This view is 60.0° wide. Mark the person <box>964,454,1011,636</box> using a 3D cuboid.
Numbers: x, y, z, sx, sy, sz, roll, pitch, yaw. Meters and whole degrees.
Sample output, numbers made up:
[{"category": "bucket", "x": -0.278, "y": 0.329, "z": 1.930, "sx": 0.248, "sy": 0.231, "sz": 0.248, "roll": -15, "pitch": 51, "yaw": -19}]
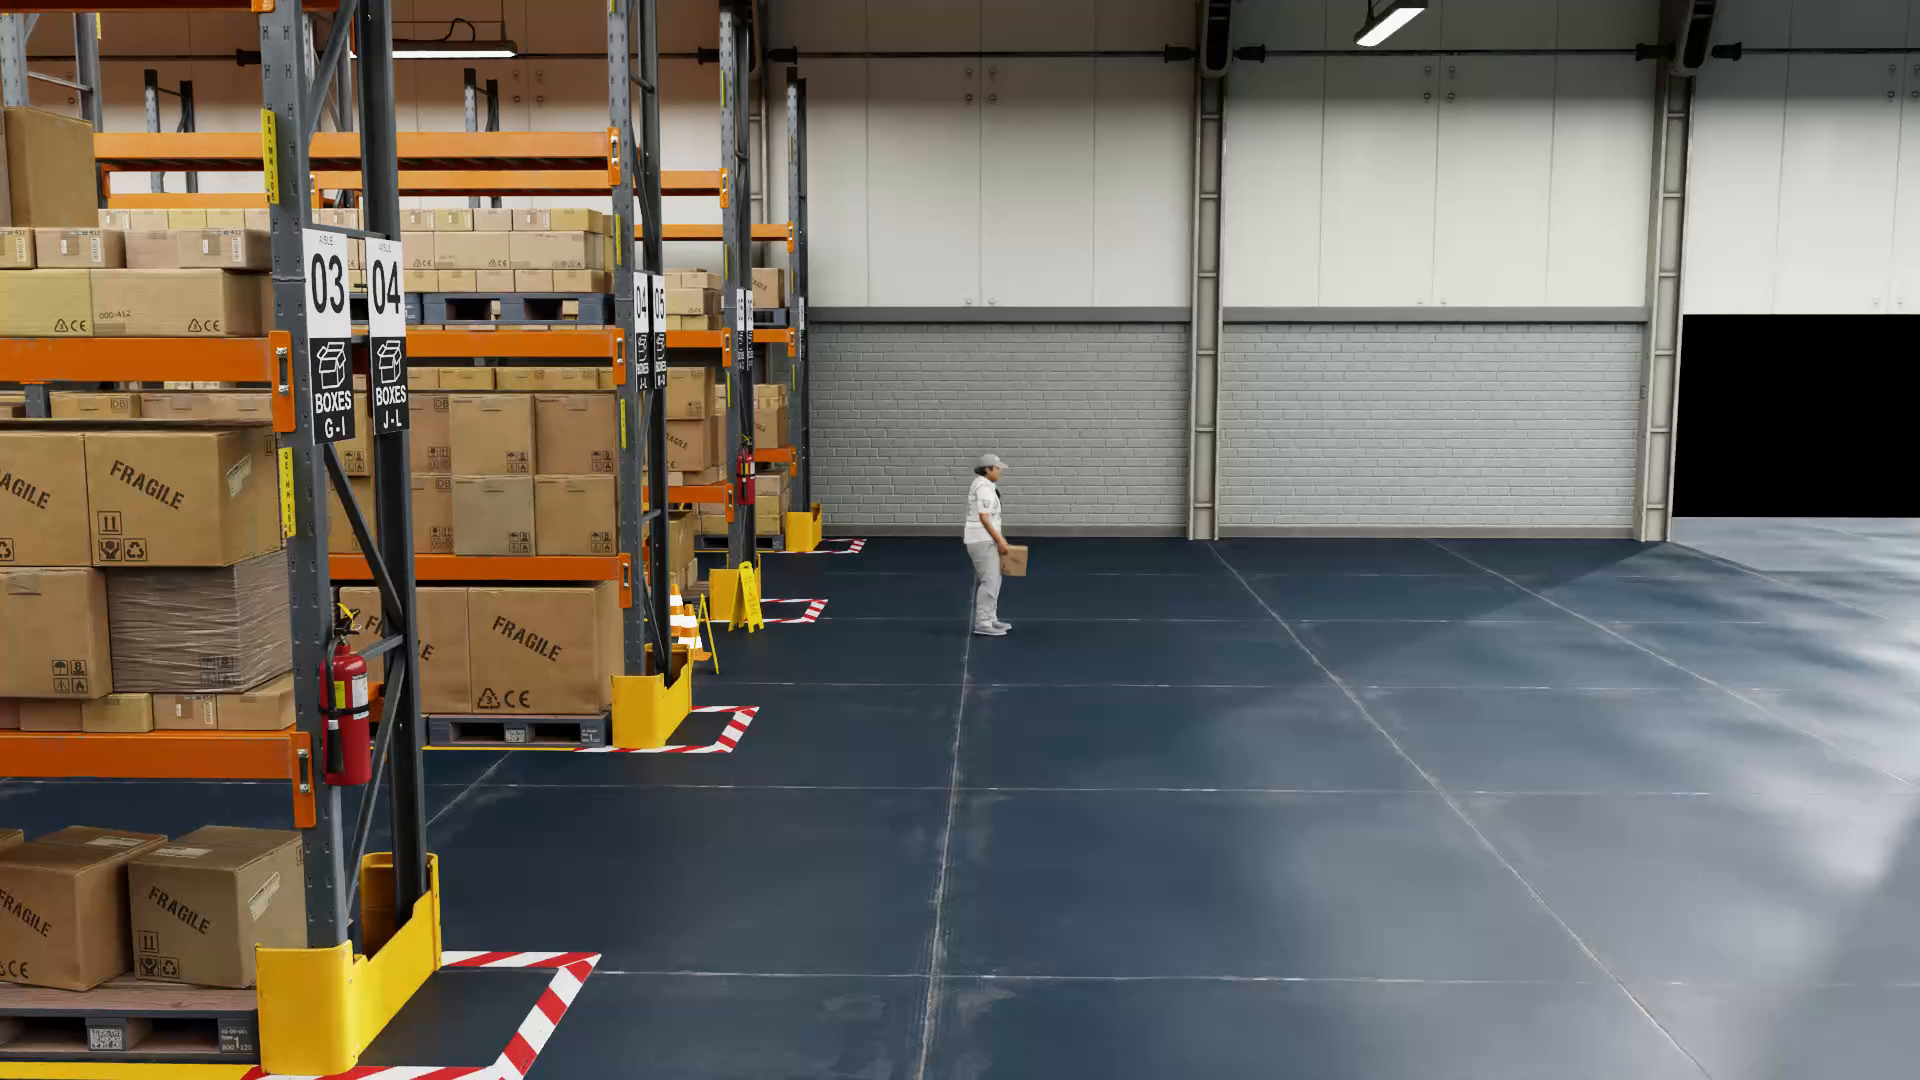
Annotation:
[{"category": "person", "x": 0.259, "y": 0.032, "z": 15.483, "sx": 0.451, "sy": 1.672, "sz": 0.516, "roll": 0, "pitch": 7, "yaw": 0}]
